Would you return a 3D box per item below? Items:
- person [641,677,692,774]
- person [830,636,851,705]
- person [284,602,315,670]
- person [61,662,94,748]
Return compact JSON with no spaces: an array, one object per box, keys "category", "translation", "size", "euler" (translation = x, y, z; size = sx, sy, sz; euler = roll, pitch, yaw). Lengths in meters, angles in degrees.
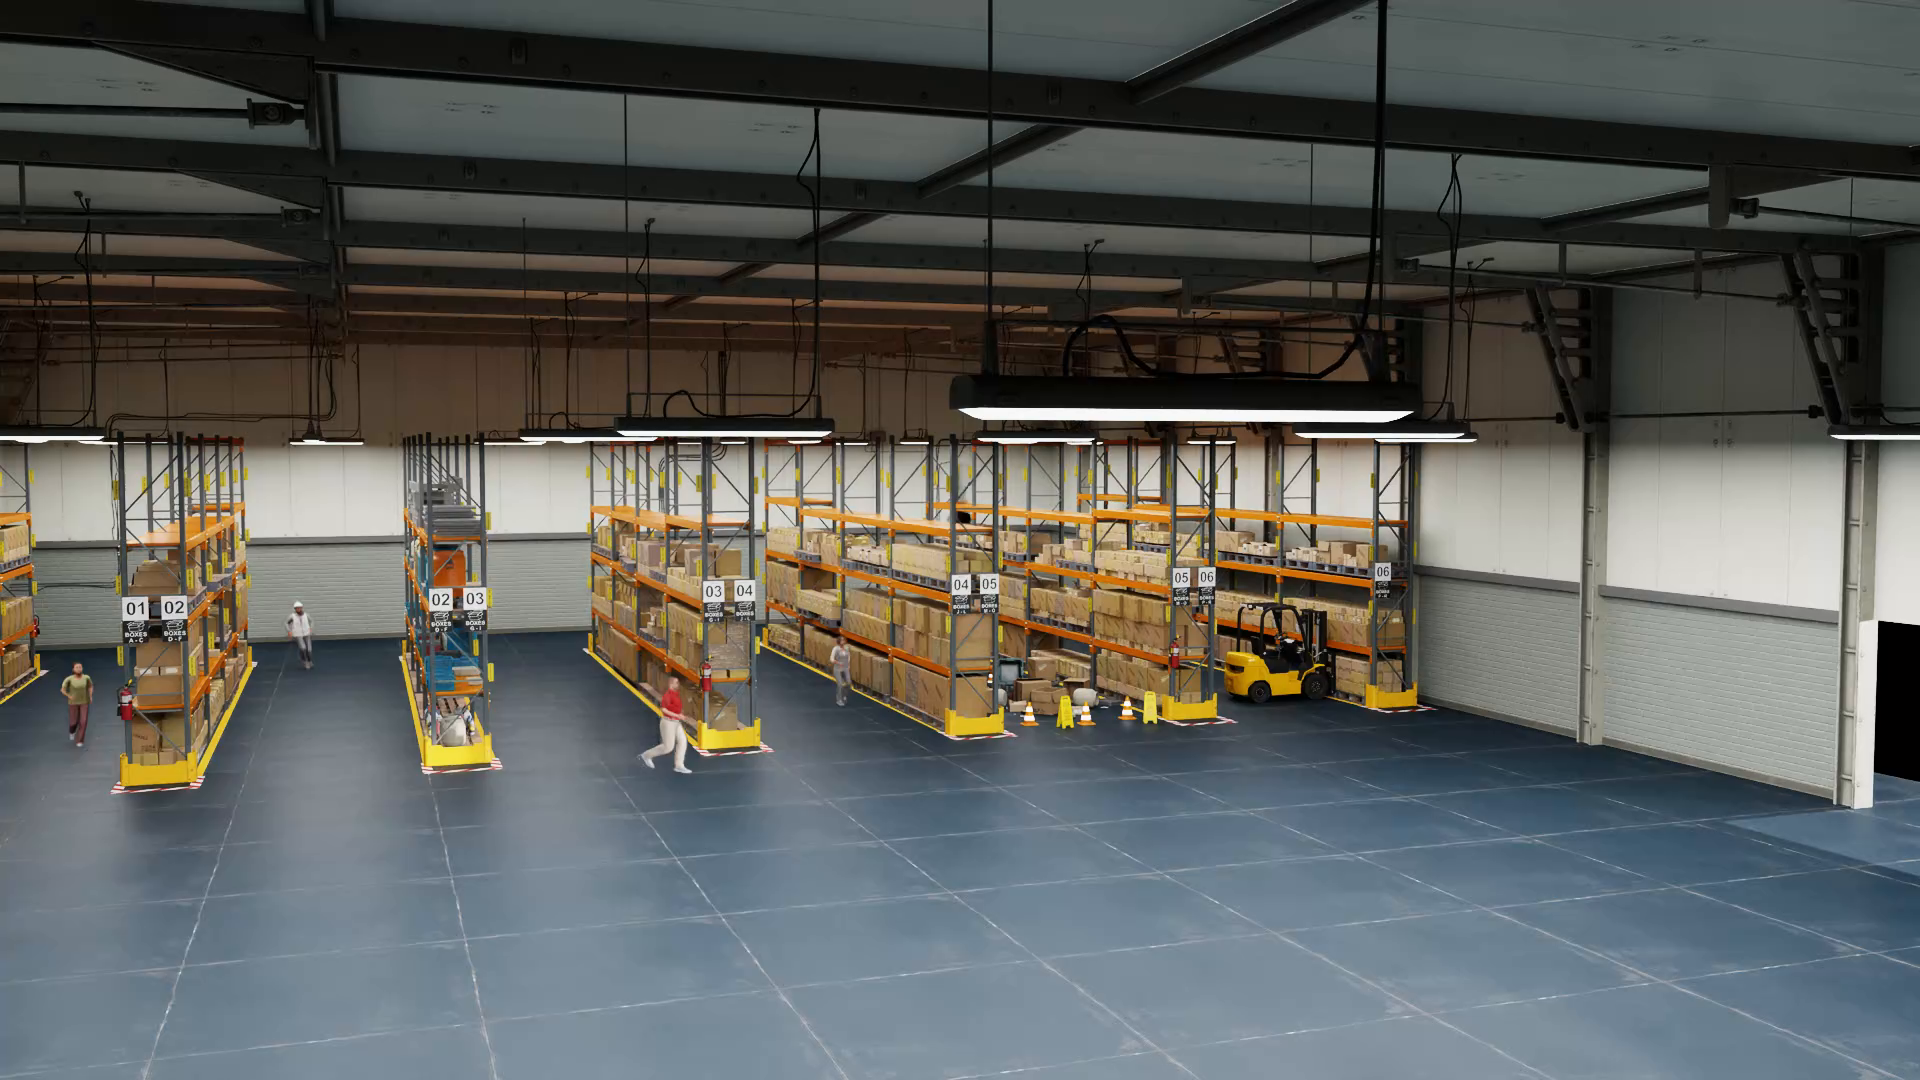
[{"category":"person","translation":[-5.153,3.257,29.239],"size":[0.885,1.716,0.654],"euler":[0,3,7]},{"category":"person","translation":[-2.616,2.903,36.807],"size":[0.534,1.538,0.576],"euler":[-2,4,-27]},{"category":"person","translation":[-17.039,2.482,43.005],"size":[0.717,1.771,0.666],"euler":[-2,4,-37]},{"category":"person","translation":[-16.898,3.139,31.871],"size":[0.574,1.626,0.619],"euler":[-3,4,-39]}]
